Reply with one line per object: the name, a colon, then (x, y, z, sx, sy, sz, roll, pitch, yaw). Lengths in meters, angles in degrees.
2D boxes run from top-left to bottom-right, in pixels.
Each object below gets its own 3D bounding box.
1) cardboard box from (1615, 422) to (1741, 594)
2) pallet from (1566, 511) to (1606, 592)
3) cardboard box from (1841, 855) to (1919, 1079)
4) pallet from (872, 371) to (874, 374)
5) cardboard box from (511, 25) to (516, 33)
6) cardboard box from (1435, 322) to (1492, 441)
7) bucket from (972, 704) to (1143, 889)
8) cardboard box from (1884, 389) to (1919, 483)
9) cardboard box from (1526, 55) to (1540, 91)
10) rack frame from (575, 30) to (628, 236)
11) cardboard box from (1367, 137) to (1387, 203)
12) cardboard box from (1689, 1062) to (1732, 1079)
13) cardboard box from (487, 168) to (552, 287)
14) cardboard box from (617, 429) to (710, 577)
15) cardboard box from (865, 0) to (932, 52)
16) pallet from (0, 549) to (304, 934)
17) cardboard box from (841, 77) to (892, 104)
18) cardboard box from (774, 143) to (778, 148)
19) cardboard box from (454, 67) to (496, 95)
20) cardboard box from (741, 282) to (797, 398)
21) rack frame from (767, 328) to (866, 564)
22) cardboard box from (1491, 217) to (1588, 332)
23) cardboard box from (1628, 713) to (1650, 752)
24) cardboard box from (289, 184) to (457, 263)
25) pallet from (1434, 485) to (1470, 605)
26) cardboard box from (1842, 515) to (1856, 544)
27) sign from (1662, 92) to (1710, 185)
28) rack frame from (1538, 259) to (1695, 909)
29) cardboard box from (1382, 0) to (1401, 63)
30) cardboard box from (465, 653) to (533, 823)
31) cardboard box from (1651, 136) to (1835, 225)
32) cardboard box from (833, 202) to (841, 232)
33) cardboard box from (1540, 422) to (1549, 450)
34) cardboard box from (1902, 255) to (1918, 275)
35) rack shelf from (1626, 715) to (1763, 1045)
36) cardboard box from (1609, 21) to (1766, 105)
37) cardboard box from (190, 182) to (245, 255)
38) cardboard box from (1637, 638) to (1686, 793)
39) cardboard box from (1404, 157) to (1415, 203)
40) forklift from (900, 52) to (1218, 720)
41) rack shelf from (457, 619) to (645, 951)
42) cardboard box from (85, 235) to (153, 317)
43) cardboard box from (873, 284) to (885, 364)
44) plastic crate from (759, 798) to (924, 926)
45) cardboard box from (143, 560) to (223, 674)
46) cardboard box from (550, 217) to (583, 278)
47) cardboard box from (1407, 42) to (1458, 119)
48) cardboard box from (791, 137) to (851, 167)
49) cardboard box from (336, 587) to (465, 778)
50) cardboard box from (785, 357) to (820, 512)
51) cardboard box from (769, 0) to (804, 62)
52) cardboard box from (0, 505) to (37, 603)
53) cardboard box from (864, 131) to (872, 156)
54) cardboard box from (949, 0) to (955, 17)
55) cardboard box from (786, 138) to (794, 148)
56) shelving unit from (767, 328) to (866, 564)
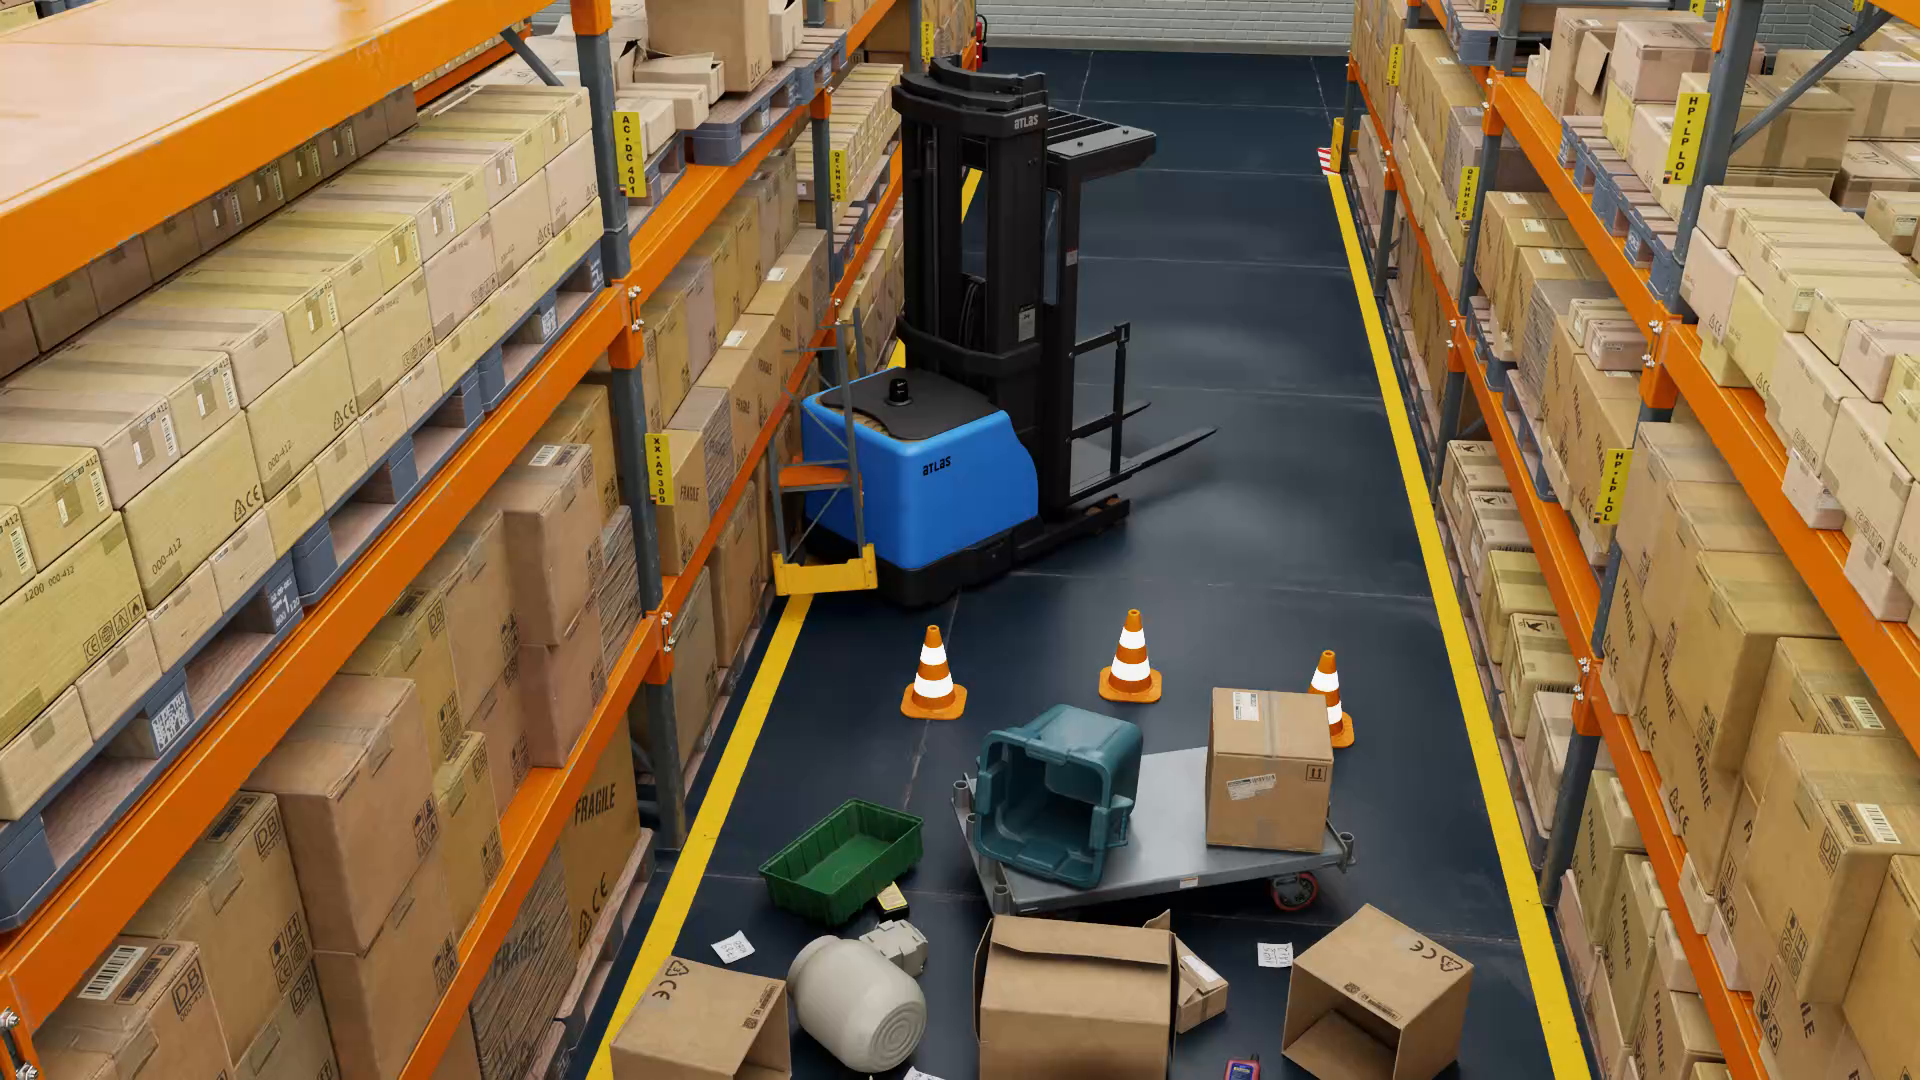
cardboard box: (2.854, -0.088, 6.070, 0.700, 0.500, 0.500, 3, 28, 6)
pallet: (3.361, 0.065, 7.460, 1.003, 0.211, 1.213, 3, 28, 6)
cardboard box: (2.549, 1.109, 3.848, 0.700, 0.500, 0.500, 4, 29, 7)
pallet: (-1.214, -0.931, 12.047, 1.003, 0.211, 1.213, 3, 28, 6)
cardboard box: (-4.989, -5.472, 17.802, 0.380, 0.149, 0.250, 4, 29, 7)
cardboard box: (3.781, -1.120, 11.256, 0.875, 0.875, 0.875, 3, 28, 6)
bucket: (0.470, 1.062, 7.257, 0.726, 0.611, 0.620, 14, 21, 24)
cardboard box: (2.536, -0.246, 4.098, 0.380, 0.149, 0.250, 4, 29, 7)
cardboard box: (4.131, -4.043, 13.041, 0.975, 1.149, 8.216, 3, 28, 5)
rack frame: (-1.802, -2.549, 5.785, 1.000, 3.000, 0.127, 3, 28, 6)
cardboard box: (4.508, -3.625, 16.368, 0.875, 0.438, 0.875, 4, 29, 8)
cardboard box: (2.602, 2.035, 5.267, 0.500, 0.500, 0.500, 3, 28, 5)
cardboard box: (-1.670, -1.037, 5.439, 0.500, 0.250, 0.500, 3, 28, 6)
cardboard box: (-1.470, -0.184, 7.615, 0.500, 0.500, 0.500, 4, 29, 7)
cardboard box: (-0.524, -4.487, 14.235, 0.500, 0.500, 0.500, 4, 29, 7)
pallet: (-2.211, 0.344, 3.672, 1.003, 0.211, 1.213, 3, 28, 6)
cardboard box: (-0.743, -3.561, 13.185, 0.380, 0.149, 0.250, 2, 28, 5)
cardboard box: (-1.547, -2.862, 12.201, 0.380, 0.149, 0.250, 4, 29, 7)
cardboard box: (-5.352, -4.407, 17.358, 0.875, 0.875, 0.875, 3, 28, 6)
cardboard box: (-1.224, -1.137, 9.384, 0.500, 0.500, 0.500, 3, 28, 5)
rack frame: (-0.830, -0.430, 9.403, 0.500, 1.500, 0.032, -4, 14, 3)
cardboard box: (3.272, -1.466, 9.239, 0.500, 0.500, 0.500, 5, 29, 9)
cardboard box: (2.787, 0.694, 6.355, 0.380, 0.149, 0.250, 4, 29, 8)
cardboard box: (-1.686, -0.913, 4.787, 0.380, 0.149, 0.250, 3, 28, 6)
pallet: (3.516, 0.045, 10.236, 1.003, 0.211, 1.213, 3, 28, 6)
cardboard box: (2.652, -0.018, 4.515, 0.380, 0.149, 0.250, 4, 29, 7)
sign: (2.572, -1.420, 5.892, 0.100, 0.325, 0.005, 3, 28, 6)
rack frame: (3.123, 0.332, 6.763, 1.000, 3.000, 0.127, 3, 28, 6)
cardboard box: (3.958, -4.394, 14.376, 0.507, 0.500, 0.507, 3, 28, 6)
cardboard box: (-2.063, 0.708, 5.907, 0.875, 0.550, 0.550, 3, 28, 6)
cardboard box: (3.051, -1.390, 6.513, 0.500, 0.250, 0.500, 3, 28, 5)
cardboard box: (-1.023, -2.190, 11.267, 0.380, 0.149, 0.250, 5, 29, 9)
cardboard box: (3.052, -0.480, 8.092, 0.380, 0.149, 0.250, 3, 28, 6)
cardboard box: (3.336, -0.829, 5.600, 0.500, 0.250, 0.500, 3, 28, 6)
rack shelf: (2.878, 1.504, 5.139, 0.919, 0.124, 3.809, 3, 28, 6)
cardboard box: (3.171, -2.089, 7.283, 0.500, 0.250, 0.500, 4, 29, 7)
cardboard box: (-2.338, -0.947, 4.850, 0.380, 0.149, 0.250, 3, 28, 6)
cardboard box: (2.754, 0.586, 5.873, 0.500, 0.500, 0.500, 3, 28, 6)
cardboard box: (3.647, -2.692, 12.534, 0.500, 0.250, 0.500, 3, 28, 6)
forklift: (0.515, -1.221, 9.717, 3.733, 2.935, 2.033, -24, 36, -37)
rack shelf: (-2.047, 1.233, 5.568, 0.919, 0.052, 3.809, 3, 28, 6)
cardboard box: (-2.478, -0.411, 3.856, 0.388, 0.149, 1.526, 3, 29, 6)
cardboard box: (-0.855, -1.672, 12.676, 0.500, 0.500, 0.500, 3, 28, 5)
plastic crate: (-0.523, 1.463, 7.568, 0.450, 0.188, 0.662, 9, 28, 37)
cardboard box: (-1.870, 0.156, 3.645, 0.380, 0.149, 0.250, 3, 29, 6)
cardboard box: (-1.560, -1.038, 5.860, 0.380, 0.149, 0.250, 4, 29, 7)
cardboard box: (3.729, -3.486, 12.691, 0.500, 0.500, 0.500, 3, 28, 6)
cardboard box: (-0.965, -2.700, 11.585, 0.380, 0.149, 0.250, 2, 28, 4)
cardboard box: (-2.093, 0.484, 5.184, 0.875, 0.550, 0.500, 3, 28, 6)
cardboard box: (-1.476, -0.704, 10.615, 1.050, 0.750, 0.750, 3, 28, 6)
cardboard box: (-1.142, -2.791, 8.944, 0.500, 0.311, 0.500, 3, 28, 6)
cardboard box: (-1.935, 0.047, 3.006, 0.380, 0.149, 0.250, 4, 29, 7)
cardboard box: (-0.868, -2.945, 12.355, 0.380, 0.149, 0.250, 4, 29, 8)
cardboard box: (-0.319, -5.209, 15.574, 0.500, 0.500, 0.500, 2, 28, 4)
cardboard box: (-1.481, -2.974, 12.722, 0.380, 0.149, 0.250, 3, 28, 5)
shelving unit: (-0.817, -0.548, 9.865, 0.500, 1.500, 0.985, -4, 14, 3)
